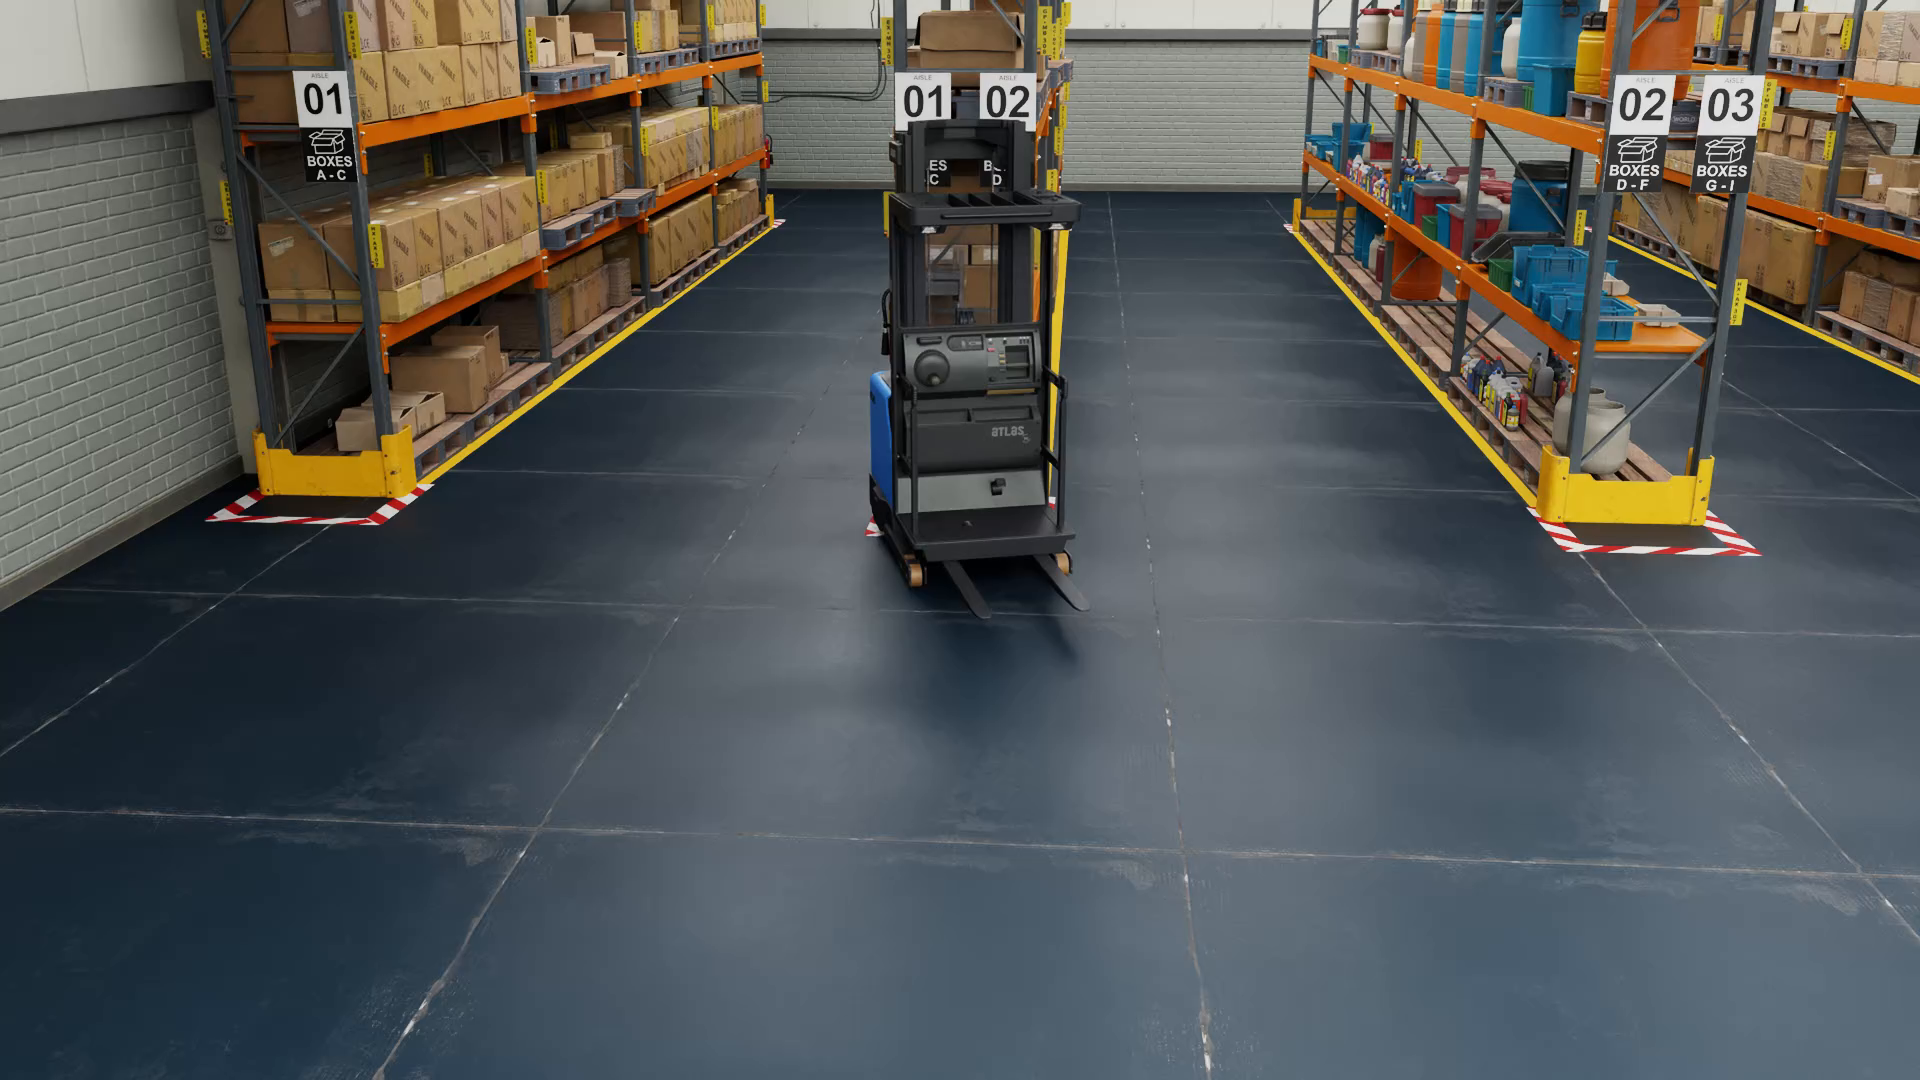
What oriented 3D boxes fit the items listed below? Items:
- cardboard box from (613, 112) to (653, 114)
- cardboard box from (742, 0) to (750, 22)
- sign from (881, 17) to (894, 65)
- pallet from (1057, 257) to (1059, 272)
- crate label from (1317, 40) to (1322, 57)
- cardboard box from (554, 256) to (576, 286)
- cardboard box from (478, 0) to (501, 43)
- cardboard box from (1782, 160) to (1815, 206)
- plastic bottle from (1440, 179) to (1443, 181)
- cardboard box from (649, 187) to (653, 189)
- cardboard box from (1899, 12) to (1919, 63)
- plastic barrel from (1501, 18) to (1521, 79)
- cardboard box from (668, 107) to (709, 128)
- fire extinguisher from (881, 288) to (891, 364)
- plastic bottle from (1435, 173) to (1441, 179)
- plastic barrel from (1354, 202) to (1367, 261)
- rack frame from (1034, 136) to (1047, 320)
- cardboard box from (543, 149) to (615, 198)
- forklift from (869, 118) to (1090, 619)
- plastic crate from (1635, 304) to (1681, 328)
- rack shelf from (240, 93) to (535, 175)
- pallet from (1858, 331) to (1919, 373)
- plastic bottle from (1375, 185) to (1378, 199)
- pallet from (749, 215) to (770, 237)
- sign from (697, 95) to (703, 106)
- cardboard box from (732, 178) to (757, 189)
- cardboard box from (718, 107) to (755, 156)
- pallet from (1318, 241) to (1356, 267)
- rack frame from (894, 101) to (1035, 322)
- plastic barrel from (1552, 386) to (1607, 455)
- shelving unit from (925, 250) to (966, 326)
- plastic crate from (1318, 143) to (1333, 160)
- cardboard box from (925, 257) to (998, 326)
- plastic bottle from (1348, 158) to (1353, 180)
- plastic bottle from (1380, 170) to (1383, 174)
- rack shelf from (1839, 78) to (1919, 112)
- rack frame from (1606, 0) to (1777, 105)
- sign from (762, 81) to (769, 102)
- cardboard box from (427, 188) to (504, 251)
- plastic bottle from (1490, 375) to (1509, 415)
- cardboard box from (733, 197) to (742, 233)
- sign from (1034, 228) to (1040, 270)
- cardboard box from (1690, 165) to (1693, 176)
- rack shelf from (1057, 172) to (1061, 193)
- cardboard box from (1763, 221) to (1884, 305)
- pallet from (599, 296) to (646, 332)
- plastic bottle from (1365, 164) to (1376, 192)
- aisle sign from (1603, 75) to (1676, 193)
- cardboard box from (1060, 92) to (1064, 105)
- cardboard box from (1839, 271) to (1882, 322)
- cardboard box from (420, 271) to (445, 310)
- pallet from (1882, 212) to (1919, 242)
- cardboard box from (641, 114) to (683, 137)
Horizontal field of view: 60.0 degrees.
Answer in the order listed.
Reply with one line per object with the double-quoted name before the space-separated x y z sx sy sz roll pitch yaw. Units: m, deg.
"cardboard box" -4.399 -5.621 22.385 0.500 0.250 0.500 1 18 2
"cardboard box" -3.584 -8.333 25.921 0.500 0.500 0.500 2 18 6
"sign" -0.503 -3.510 11.706 0.100 0.325 0.005 1 18 4
"pallet" 0.876 -3.833 23.283 1.003 0.211 1.213 1 18 4
"crate label" 5.736 -7.618 25.777 0.408 0.251 0.502 1 18 4
"cardboard box" -4.520 -2.942 18.188 0.500 0.250 0.500 1 18 2
"cardboard box" -4.412 -4.661 14.716 0.500 0.500 0.500 2 18 7
"cardboard box" 10.321 -4.309 20.094 0.500 0.500 0.500 1 18 3
"plastic bottle" 5.912 -4.305 20.449 0.097 0.271 0.097 0 18 0
"cardboard box" -4.049 -4.344 20.736 0.380 0.149 0.250 2 18 5
"cardboard box" 10.132 -5.204 17.207 0.500 0.500 0.500 1 18 2
"plastic barrel" 5.037 -4.365 14.754 0.421 0.512 0.421 0 18 0
"cardboard box" -3.822 -5.925 23.315 0.500 0.250 0.500 2 18 5
"fire extinguisher" -0.435 -1.622 12.180 0.296 0.674 0.183 1 18 4
"plastic bottle" 6.032 -4.488 20.989 0.061 0.283 0.133 1 18 4
"plastic barrel" 5.781 -4.334 23.029 0.600 0.901 0.708 1 18 4
"rack frame" 0.324 -2.927 16.040 1.000 3.000 0.127 1 18 4
"cardboard box" -4.368 -4.215 19.103 0.700 0.500 0.500 0 18 -1
"forklift" 0.131 -1.203 10.887 1.130 2.935 3.031 -4 19 -12
"plastic crate" 5.362 -1.719 12.775 0.298 0.136 0.250 1 18 4
"rack shelf" -4.761 -3.499 14.123 1.077 0.370 4.000 1 18 4
"pallet" 10.343 -2.002 17.693 1.003 0.211 1.213 1 18 4
"plastic bottle" 5.232 -4.357 20.722 0.097 0.201 0.097 0 18 0
"pallet" -3.737 -5.189 27.419 1.003 0.211 1.213 1 18 4
"sign" -4.310 -7.227 27.644 0.100 0.325 0.005 1 18 4
"cardboard box" -3.535 -5.820 27.166 0.380 0.149 0.250 1 18 3
"cardboard box" -3.825 -6.522 26.527 0.980 0.700 0.700 1 18 3
"pallet" 5.851 -4.205 24.416 1.003 0.211 1.213 1 18 4
"rack frame" 0.037 -1.685 12.249 1.000 3.000 0.127 1 18 4
"plastic barrel" 4.984 -0.953 13.334 0.421 0.512 0.421 0 18 0
"shelving unit" -0.201 -1.065 12.212 0.431 2.100 0.503 -1 11 -6
"plastic crate" 5.662 -5.920 25.346 0.416 0.233 0.300 1 18 4
"cardboard box" 0.083 -1.877 12.675 0.700 0.500 0.500 1 18 4
"plastic bottle" 5.376 -5.099 22.855 0.061 0.283 0.133 1 18 4
"plastic bottle" 5.435 -4.645 21.489 0.097 0.271 0.097 0 18 0
"rack shelf" 10.348 -4.410 16.902 1.077 0.370 4.000 1 18 4
"rack frame" 4.977 -4.424 10.973 1.000 3.000 0.127 1 18 4
"sign" -3.217 -7.410 27.481 0.100 0.325 0.005 1 18 4
"cardboard box" -4.420 -2.866 14.858 0.500 0.500 0.500 1 18 2
"plastic bottle" 4.735 -1.276 14.548 0.144 0.351 0.185 2 18 6
"cardboard box" -3.810 -5.079 25.945 0.700 0.500 0.500 2 18 5
"sign" 0.590 -2.120 12.058 0.100 0.325 0.005 1 18 4
"cardboard box" 10.473 -5.172 23.295 0.380 0.149 0.250 1 18 4
"rack shelf" 0.754 -4.449 21.839 1.077 0.370 4.000 1 18 4
"cardboard box" 10.561 -3.351 20.071 1.225 0.875 0.875 0 18 1
"pallet" -4.388 -2.711 19.859 1.003 0.211 1.213 1 18 4
"plastic bottle" 5.312 -4.672 21.443 0.144 0.351 0.185 1 18 4
"aisle sign" 4.676 -2.793 11.455 0.394 0.787 0.004 1 18 4
"cardboard box" 1.321 -6.555 25.345 0.500 0.500 0.500 2 18 6
"cardboard box" 10.463 -2.760 18.837 0.700 0.500 0.500 0 18 1
"cardboard box" -4.530 -2.039 13.537 0.500 0.250 0.500 1 18 2
"pallet" 10.390 -3.241 17.304 1.003 0.211 1.213 1 18 4
"cardboard box" -3.941 -5.450 21.864 0.500 0.250 0.500 1 18 3
